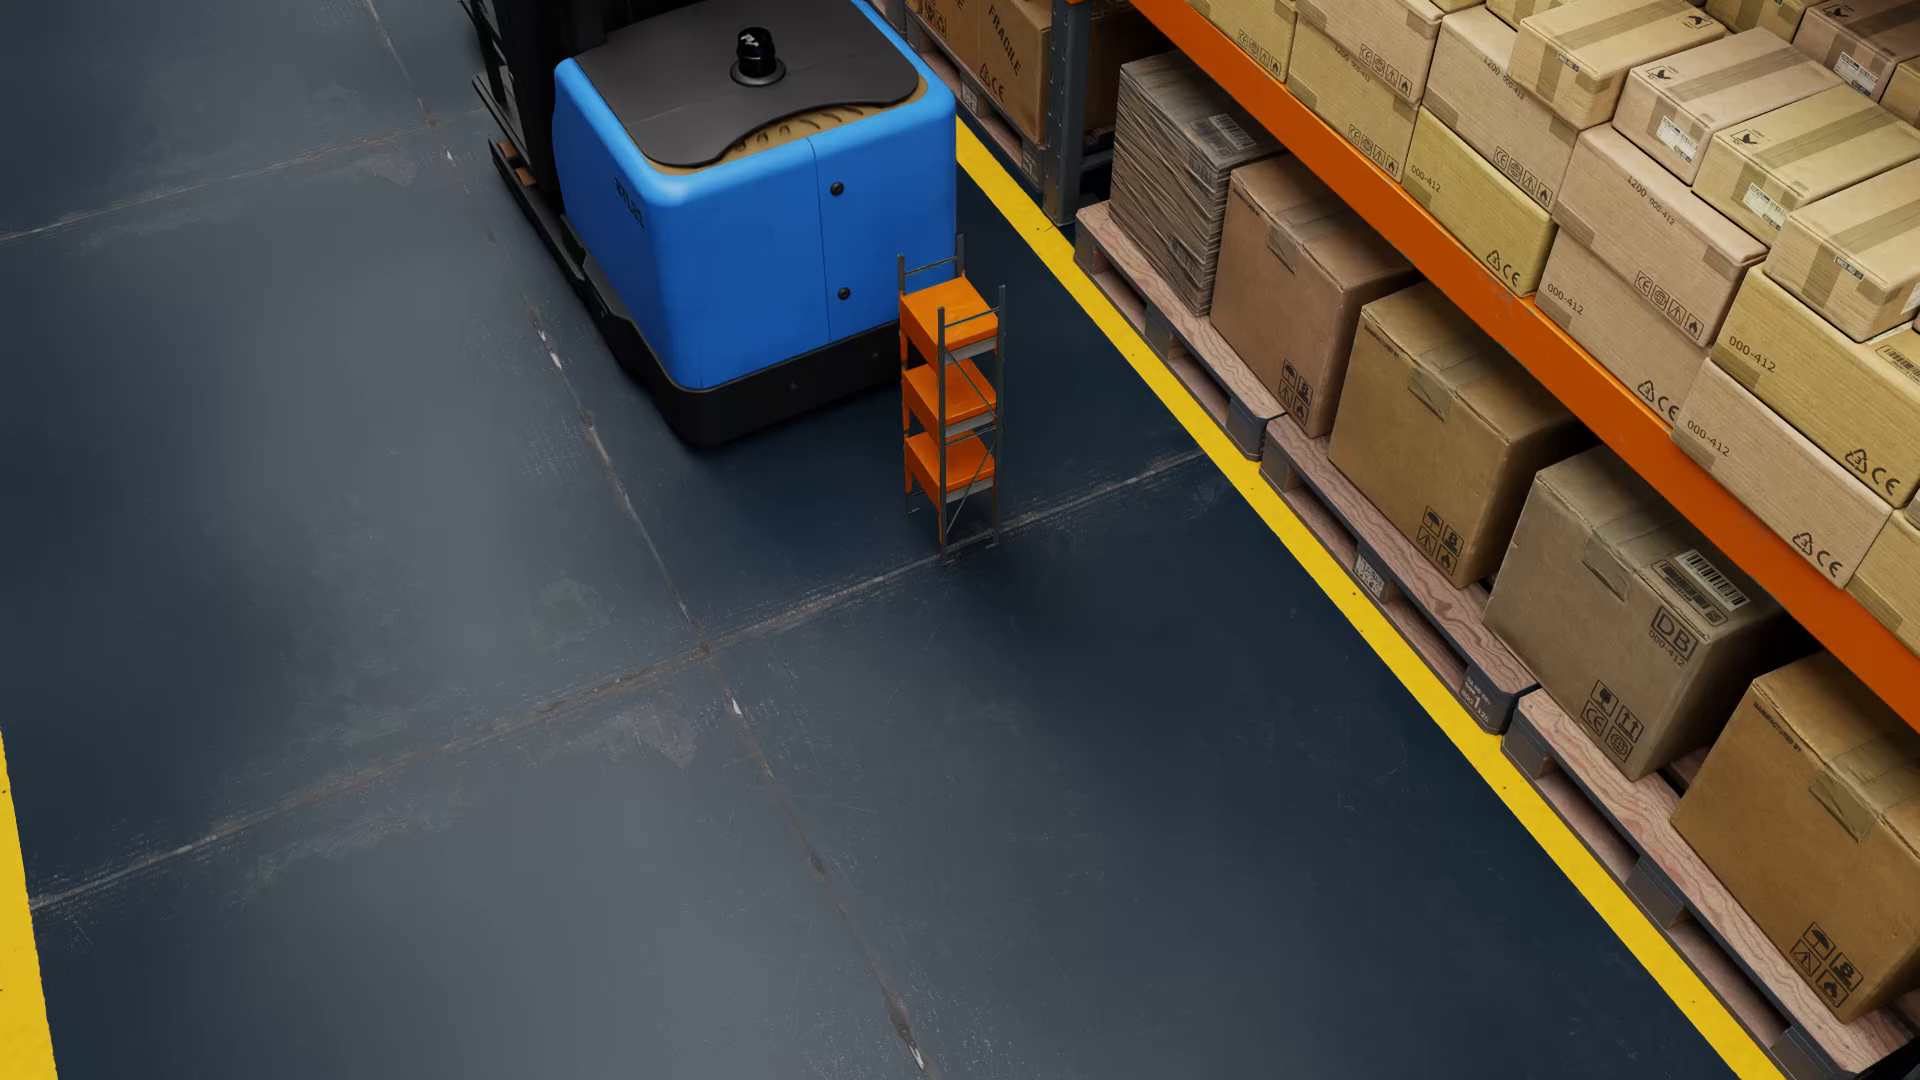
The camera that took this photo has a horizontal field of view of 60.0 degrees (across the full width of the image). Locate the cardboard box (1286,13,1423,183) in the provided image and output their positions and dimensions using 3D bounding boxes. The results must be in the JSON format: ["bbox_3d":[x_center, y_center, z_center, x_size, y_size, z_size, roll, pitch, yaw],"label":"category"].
[{"bbox_3d":[1.239,-1.261,4.460,0.500,0.250,0.500,-23,53,-19],"label":"cardboard box"}]

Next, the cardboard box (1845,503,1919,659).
[{"bbox_3d":[2.153,0.107,3.263,0.500,0.250,0.500,-20,52,-17],"label":"cardboard box"}]

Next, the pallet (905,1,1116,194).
[{"bbox_3d":[0.478,-1.967,6.830,1.003,0.211,1.213,-21,52,-18],"label":"pallet"}]

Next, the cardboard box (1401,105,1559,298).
[{"bbox_3d":[1.475,-0.914,4.156,0.500,0.250,0.500,-20,52,-16],"label":"cardboard box"}]

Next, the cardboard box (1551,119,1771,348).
[{"bbox_3d":[1.693,-0.737,3.669,0.500,0.250,0.500,-20,52,-17],"label":"cardboard box"}]

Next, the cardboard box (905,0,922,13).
[{"bbox_3d":[-0.061,-2.585,6.900,0.500,0.500,0.500,-19,52,-16],"label":"cardboard box"}]

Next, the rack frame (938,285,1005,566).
[{"bbox_3d":[0.031,-0.300,4.815,0.200,1.050,0.008,-21,52,-18],"label":"rack frame"}]

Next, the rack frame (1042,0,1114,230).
[{"bbox_3d":[0.786,-2.373,5.332,1.000,3.000,0.127,-21,52,-18],"label":"rack frame"}]

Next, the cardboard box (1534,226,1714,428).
[{"bbox_3d":[1.718,-0.571,3.856,0.500,0.250,0.500,-21,52,-17],"label":"cardboard box"}]

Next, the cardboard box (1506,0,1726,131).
[{"bbox_3d":[1.461,-1.090,3.713,0.380,0.149,0.250,-22,53,-18],"label":"cardboard box"}]

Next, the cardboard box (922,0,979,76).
[{"bbox_3d":[0.181,-2.235,6.594,0.500,0.500,0.500,-22,52,-18],"label":"cardboard box"}]

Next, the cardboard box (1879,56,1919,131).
[{"bbox_3d":[2.230,-0.955,3.595,0.380,0.149,0.250,-21,52,-18],"label":"cardboard box"}]

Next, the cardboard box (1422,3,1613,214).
[{"bbox_3d":[1.479,-1.081,3.971,0.500,0.250,0.500,-20,52,-17],"label":"cardboard box"}]

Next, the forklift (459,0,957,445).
[{"bbox_3d":[-1.157,-2.383,5.387,1.130,2.935,3.031,-23,53,-19],"label":"forklift"}]

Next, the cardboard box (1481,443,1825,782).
[{"bbox_3d":[2.019,0.081,4.485,0.875,0.625,0.625,-22,52,-18],"label":"cardboard box"}]

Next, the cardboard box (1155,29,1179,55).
[{"bbox_3d":[0.842,-2.066,6.446,0.500,0.500,0.500,-19,52,-16],"label":"cardboard box"}]

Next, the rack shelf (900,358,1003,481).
[{"bbox_3d":[-0.025,-0.374,4.894,0.215,0.259,0.240,-21,52,-18],"label":"rack shelf"}]

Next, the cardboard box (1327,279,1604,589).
[{"bbox_3d":[1.673,-0.422,4.925,0.875,0.625,0.625,-23,53,-19],"label":"cardboard box"}]

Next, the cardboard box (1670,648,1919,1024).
[{"bbox_3d":[2.367,0.603,4.029,0.875,0.625,0.625,-19,52,-16],"label":"cardboard box"}]

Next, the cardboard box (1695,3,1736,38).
[{"bbox_3d":[1.924,-1.266,4.132,0.500,0.250,0.500,-22,52,-18],"label":"cardboard box"}]

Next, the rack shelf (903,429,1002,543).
[{"bbox_3d":[-0.024,-0.191,5.103,0.215,0.259,0.240,-21,52,-18],"label":"rack shelf"}]

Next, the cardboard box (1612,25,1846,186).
[{"bbox_3d":[1.651,-0.939,3.581,0.380,0.149,0.250,-21,52,-17],"label":"cardboard box"}]

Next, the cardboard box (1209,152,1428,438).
[{"bbox_3d":[1.365,-0.872,5.319,0.875,0.625,0.625,-20,52,-16],"label":"cardboard box"}]

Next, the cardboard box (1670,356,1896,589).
[{"bbox_3d":[1.918,-0.228,3.556,0.500,0.250,0.500,-21,52,-18],"label":"cardboard box"}]

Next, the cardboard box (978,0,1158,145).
[{"bbox_3d":[0.401,-1.897,6.298,0.500,0.500,0.500,-20,52,-16],"label":"cardboard box"}]

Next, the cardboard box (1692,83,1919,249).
[{"bbox_3d":[1.760,-0.770,3.433,0.380,0.149,0.250,-22,52,-18],"label":"cardboard box"}]

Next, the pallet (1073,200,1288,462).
[{"bbox_3d":[1.128,-0.890,5.888,1.003,0.211,1.213,-21,52,-18],"label":"pallet"}]

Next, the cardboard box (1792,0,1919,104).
[{"bbox_3d":[2.109,-1.122,3.742,0.380,0.149,0.250,-22,52,-18],"label":"cardboard box"}]

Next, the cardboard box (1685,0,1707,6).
[{"bbox_3d":[1.834,-1.450,4.028,0.380,0.149,0.250,-20,52,-17],"label":"cardboard box"}]

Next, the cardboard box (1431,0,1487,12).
[{"bbox_3d":[1.269,-1.444,4.023,0.380,0.149,0.250,-20,52,-17],"label":"cardboard box"}]

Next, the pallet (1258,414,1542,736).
[{"bbox_3d":[1.682,-0.075,5.175,1.003,0.211,1.213,-21,52,-18],"label":"pallet"}]

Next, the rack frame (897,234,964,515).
[{"bbox_3d":[-0.080,-0.463,4.958,0.200,1.050,0.008,-21,52,-18],"label":"rack frame"}]

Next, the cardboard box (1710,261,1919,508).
[{"bbox_3d":[1.922,-0.393,3.368,0.500,0.250,0.500,-22,53,-18],"label":"cardboard box"}]

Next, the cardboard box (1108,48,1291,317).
[{"bbox_3d":[1.059,-1.307,5.699,0.875,0.625,0.625,-20,52,-16],"label":"cardboard box"}]

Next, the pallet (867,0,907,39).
[{"bbox_3d":[-0.077,-2.783,7.544,1.003,0.211,1.213,-21,52,-18],"label":"pallet"}]

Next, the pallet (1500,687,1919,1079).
[{"bbox_3d":[2.244,0.743,4.460,1.003,0.211,1.213,-21,52,-18],"label":"pallet"}]

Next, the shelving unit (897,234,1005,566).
[{"bbox_3d":[-0.025,-0.381,4.886,0.215,1.050,0.252,-21,52,-18],"label":"shelving unit"}]

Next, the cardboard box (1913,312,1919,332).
[{"bbox_3d":[2.063,-0.442,3.147,0.380,0.149,0.250,-21,52,-18],"label":"cardboard box"}]

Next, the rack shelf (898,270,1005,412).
[{"bbox_3d":[-0.025,-0.561,4.680,0.215,0.259,0.240,-21,52,-18],"label":"rack shelf"}]

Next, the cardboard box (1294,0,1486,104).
[{"bbox_3d":[1.223,-1.415,4.262,0.500,0.250,0.500,-22,53,-18],"label":"cardboard box"}]

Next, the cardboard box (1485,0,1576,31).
[{"bbox_3d":[1.474,-1.303,3.900,0.380,0.149,0.250,-21,52,-18],"label":"cardboard box"}]

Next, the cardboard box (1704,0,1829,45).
[{"bbox_3d":[1.990,-1.287,3.886,0.380,0.149,0.250,-21,52,-17],"label":"cardboard box"}]

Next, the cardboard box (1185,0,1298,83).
[{"bbox_3d":[0.997,-1.604,4.759,0.500,0.250,0.500,-22,52,-18],"label":"cardboard box"}]

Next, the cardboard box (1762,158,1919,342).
[{"bbox_3d":[1.825,-0.573,3.261,0.380,0.149,0.250,-23,53,-19],"label":"cardboard box"}]

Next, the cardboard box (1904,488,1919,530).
[{"bbox_3d":[2.164,-0.051,3.070,0.500,0.250,0.500,-22,52,-18],"label":"cardboard box"}]
